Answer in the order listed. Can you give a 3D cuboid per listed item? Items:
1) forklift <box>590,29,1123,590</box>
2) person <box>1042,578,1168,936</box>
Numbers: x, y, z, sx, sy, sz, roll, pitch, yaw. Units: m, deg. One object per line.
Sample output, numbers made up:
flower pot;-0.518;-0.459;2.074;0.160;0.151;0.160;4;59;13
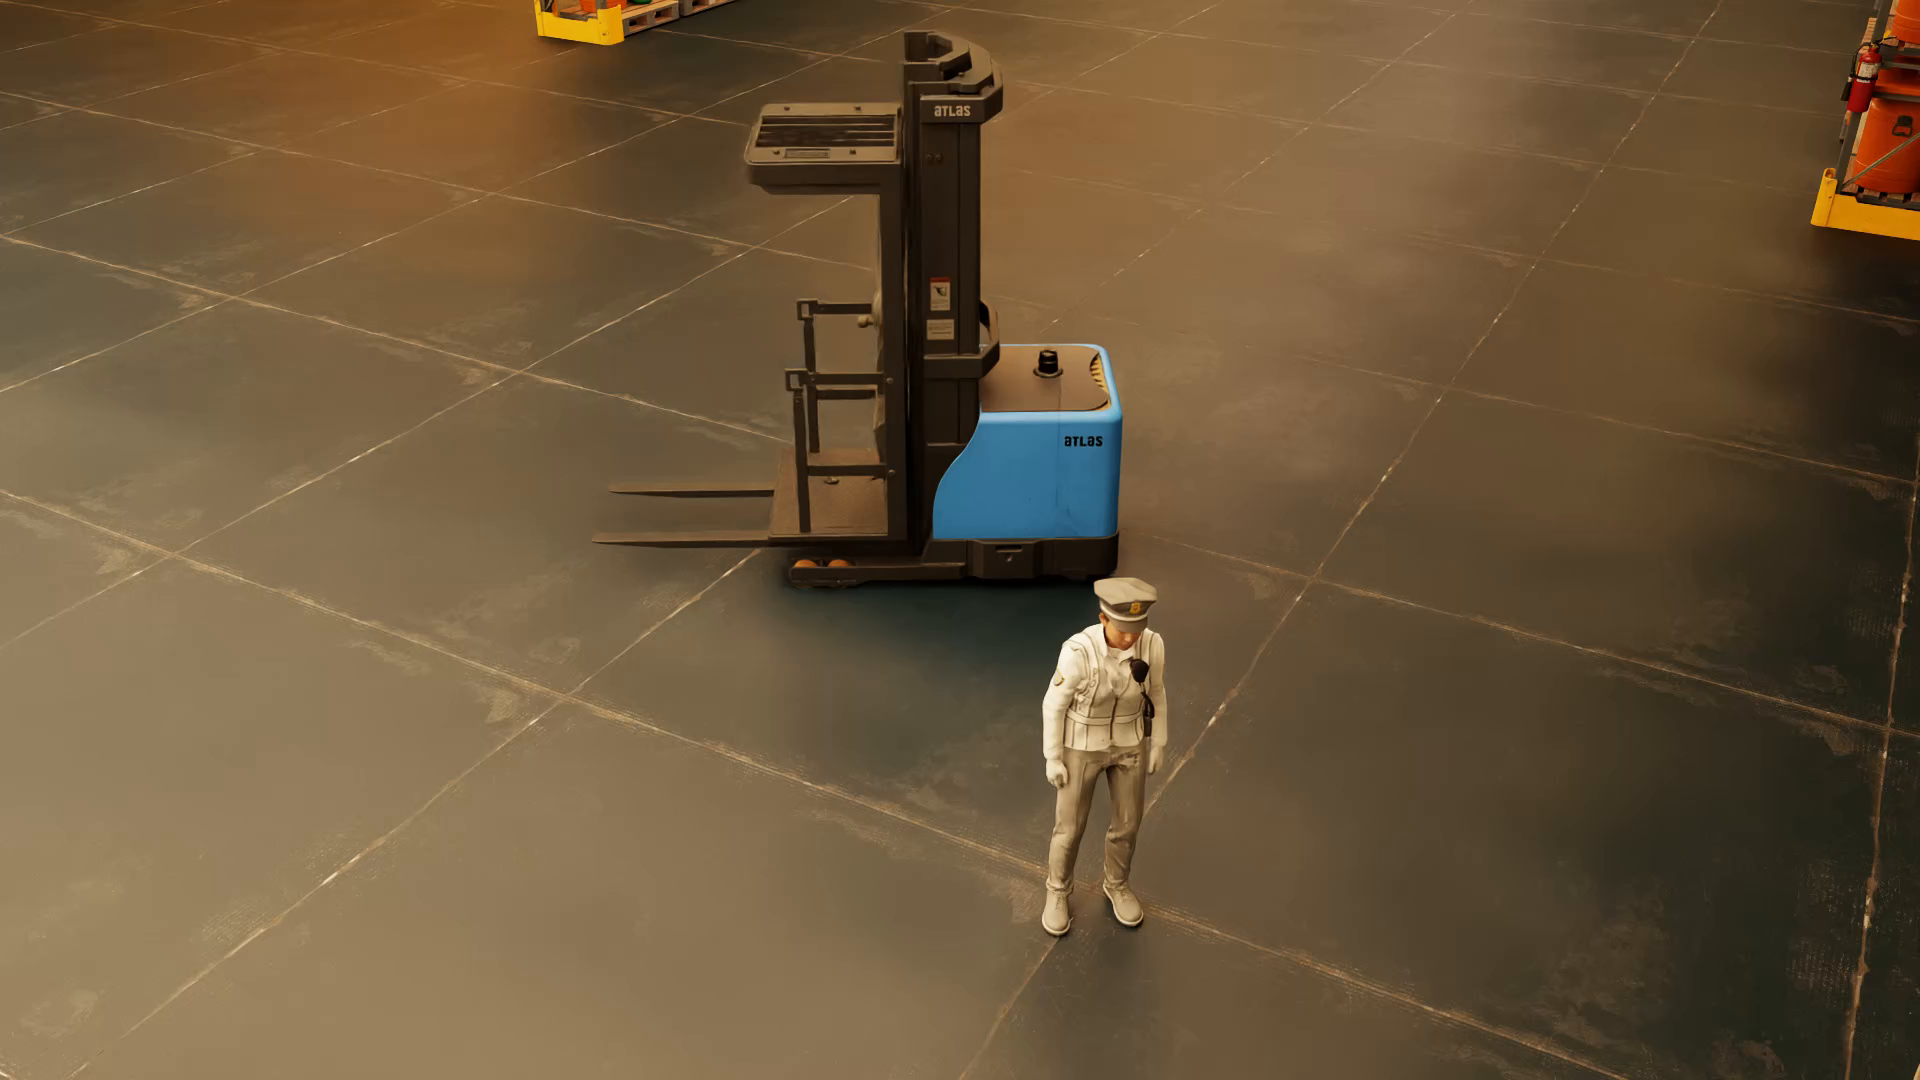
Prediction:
forklift;-0.618;-1.254;9.244;3.031;2.935;1.130;-1;30;-1
person;0.598;0.869;6.837;0.534;1.661;0.374;-6;31;-10
